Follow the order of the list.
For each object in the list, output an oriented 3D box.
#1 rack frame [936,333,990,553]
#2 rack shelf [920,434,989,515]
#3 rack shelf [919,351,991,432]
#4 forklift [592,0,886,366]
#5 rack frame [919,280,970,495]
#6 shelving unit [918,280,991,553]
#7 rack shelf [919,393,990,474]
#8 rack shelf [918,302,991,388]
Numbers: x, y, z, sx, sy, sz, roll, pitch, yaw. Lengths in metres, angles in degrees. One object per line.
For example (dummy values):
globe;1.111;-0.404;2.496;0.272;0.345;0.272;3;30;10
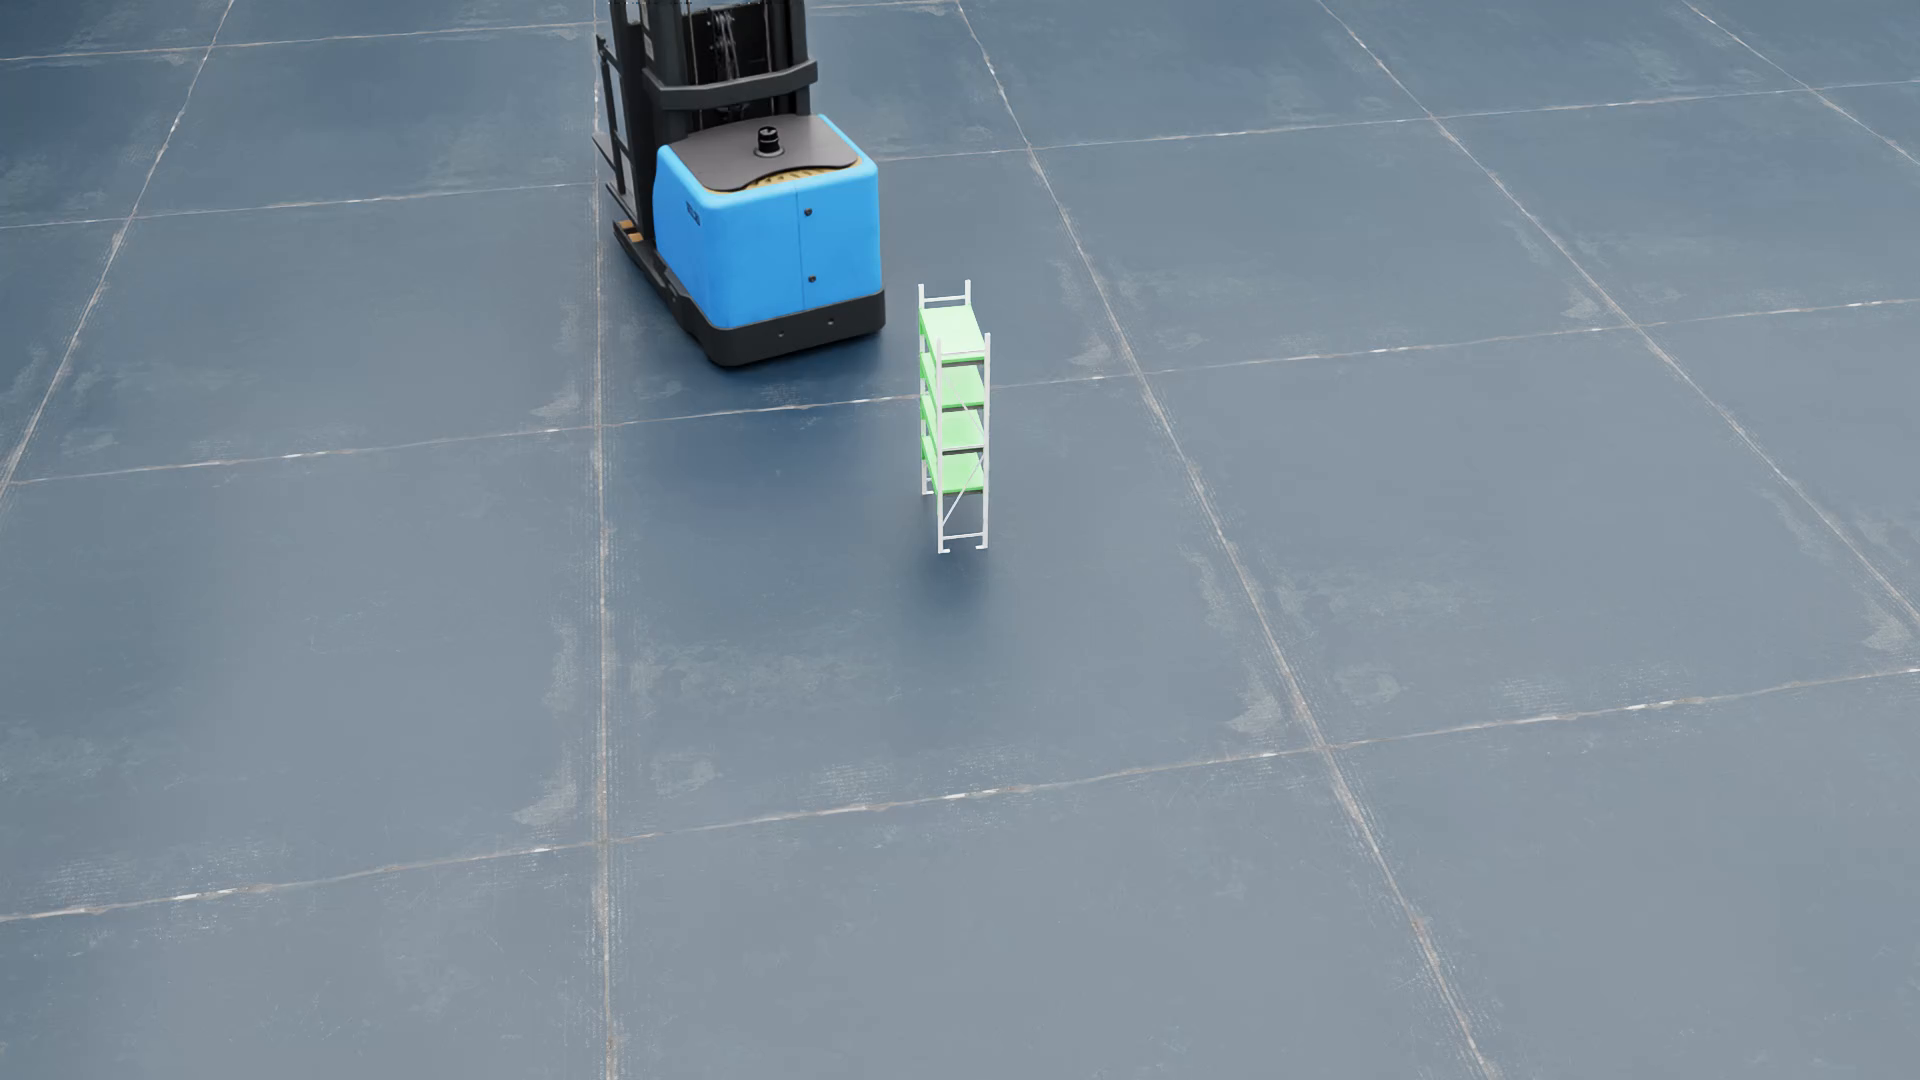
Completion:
rack frame;0.014;-0.426;7.721;0.240;1.200;0.015;-6;38;-8
rack shelf;-0.029;-0.334;8.097;0.258;0.148;0.480;-6;38;-8
rack shelf;-0.029;-0.713;7.802;0.258;0.148;0.480;-6;38;-8
forklift;-1.540;-3.021;9.650;1.130;2.935;3.031;-17;41;-21
rack frame;-0.072;-0.721;8.100;0.240;1.200;0.015;-6;38;-8
shelving unit;-0.029;-0.574;7.911;0.258;1.200;0.503;-6;38;-8
rack shelf;-0.029;-0.523;7.950;0.258;0.148;0.480;-6;38;-8
rack shelf;-0.029;-0.902;7.655;0.258;0.148;0.480;-6;38;-8
